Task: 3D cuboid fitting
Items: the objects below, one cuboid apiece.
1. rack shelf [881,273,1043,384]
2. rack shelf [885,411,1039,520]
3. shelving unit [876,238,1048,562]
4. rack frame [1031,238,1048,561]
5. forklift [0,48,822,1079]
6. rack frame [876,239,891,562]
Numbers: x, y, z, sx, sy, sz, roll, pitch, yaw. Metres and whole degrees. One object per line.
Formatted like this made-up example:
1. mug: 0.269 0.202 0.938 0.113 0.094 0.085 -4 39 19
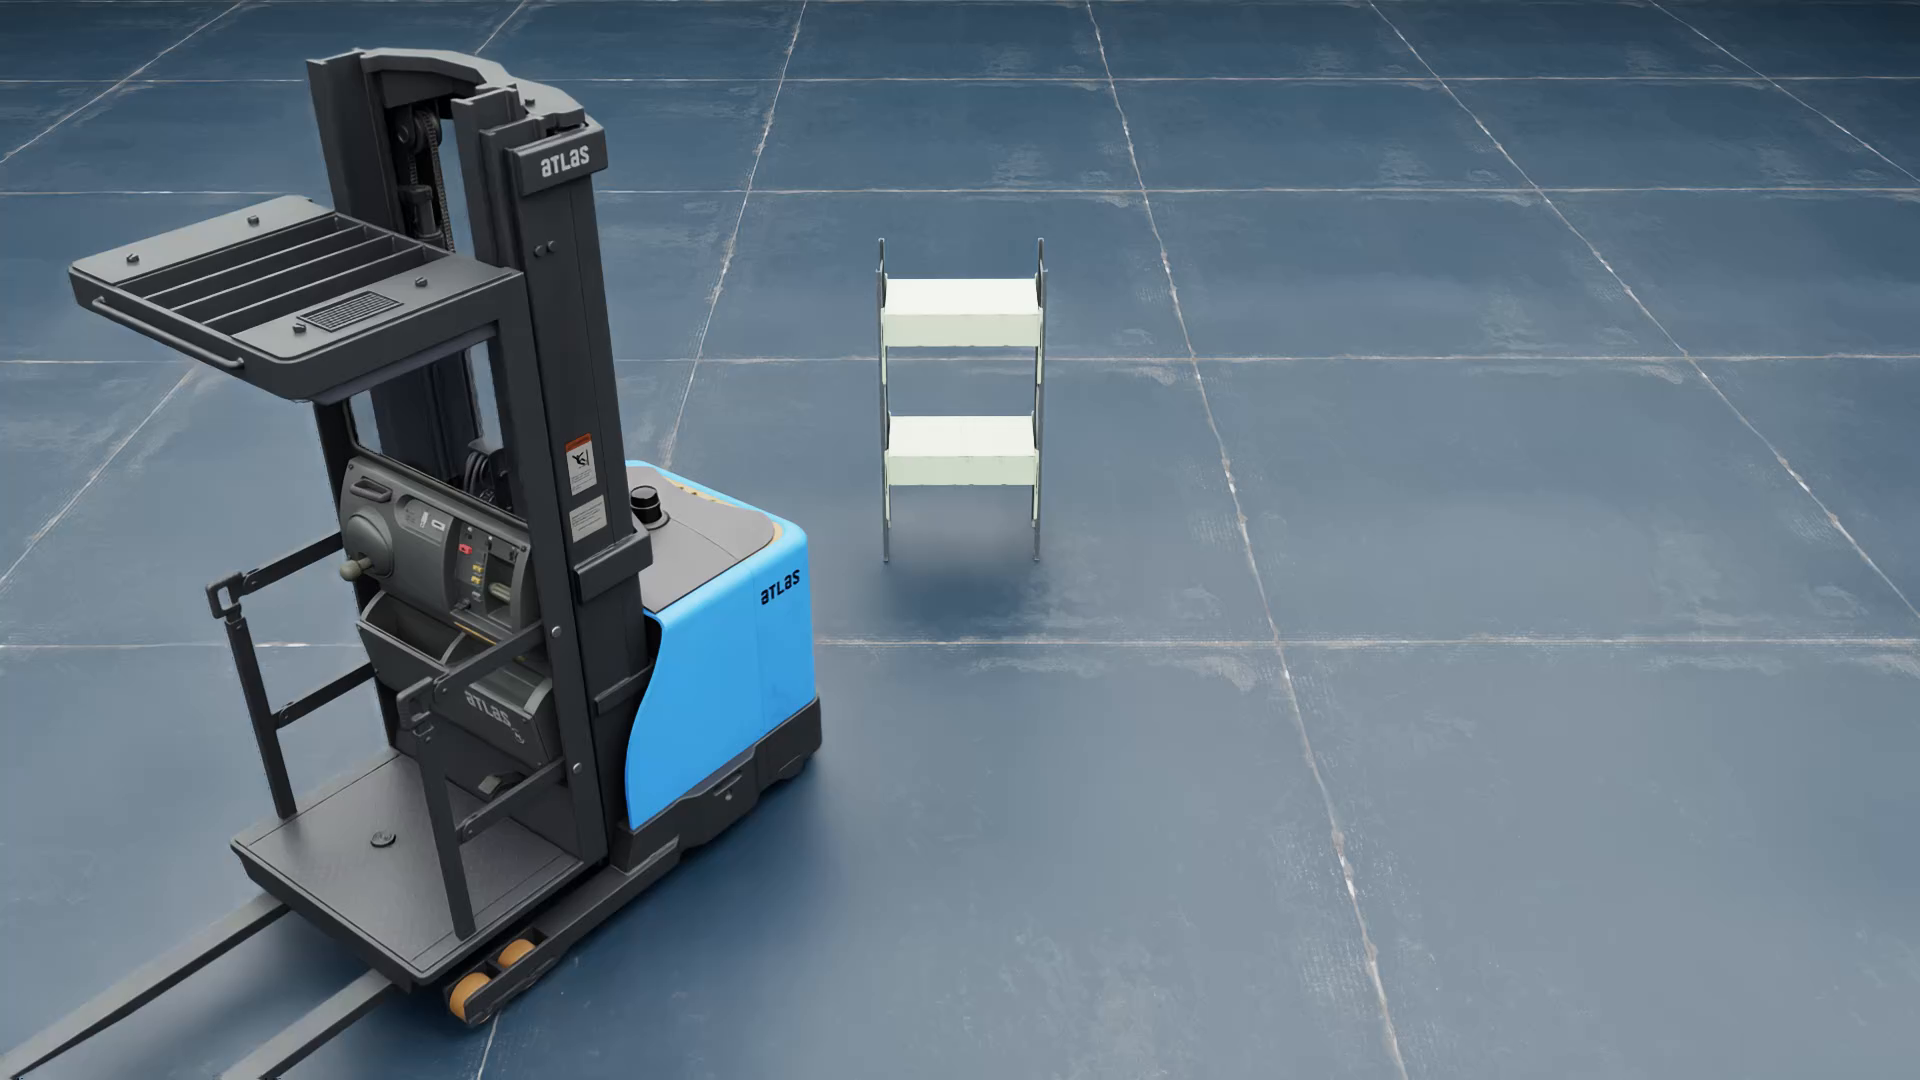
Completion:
1. rack shelf: 0.007 -0.975 7.659 0.720 0.370 0.431 0 31 0
2. rack shelf: 0.007 -0.363 8.030 0.720 0.370 0.431 0 31 0
3. shelving unit: 0.007 -0.641 7.861 0.755 1.500 0.431 0 31 0
4. rack frame: 0.373 -0.642 7.863 0.023 1.500 0.400 0 31 0
5. forklift: -1.849 0.079 5.295 1.130 2.935 3.031 21 37 31
6. rack frame: -0.359 -0.640 7.859 0.023 1.500 0.400 0 31 0
